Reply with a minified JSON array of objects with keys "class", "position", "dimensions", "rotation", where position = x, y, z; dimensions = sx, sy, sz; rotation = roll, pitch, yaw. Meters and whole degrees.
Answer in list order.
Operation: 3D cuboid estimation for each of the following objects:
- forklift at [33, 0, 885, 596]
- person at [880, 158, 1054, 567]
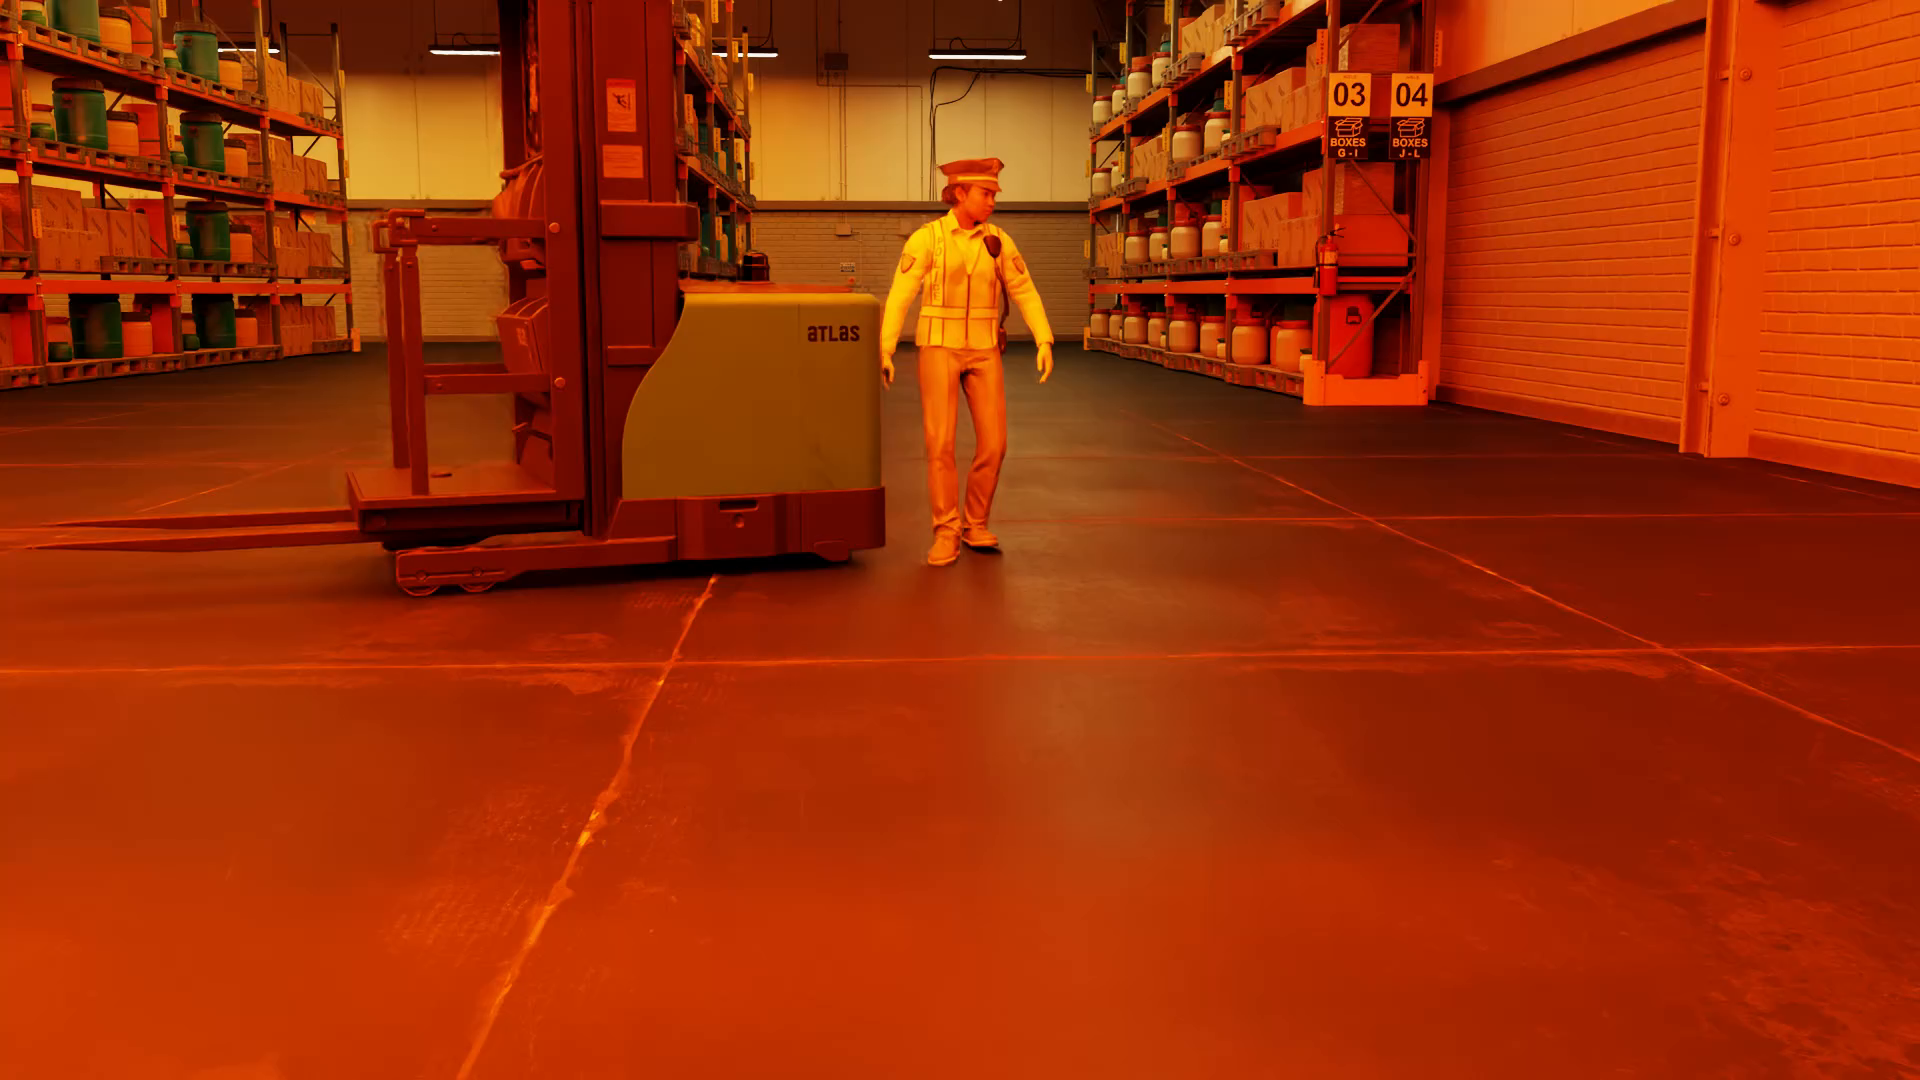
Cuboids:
[{"class":"forklift","position":[-1.868,-1.336,6.328],"dimensions":[3.031,2.935,1.130],"rotation":[-3,9,-22]},{"class":"person","position":[0.045,-0.739,6.788],"dimensions":[0.715,1.621,0.619],"rotation":[-2,9,-16]}]
